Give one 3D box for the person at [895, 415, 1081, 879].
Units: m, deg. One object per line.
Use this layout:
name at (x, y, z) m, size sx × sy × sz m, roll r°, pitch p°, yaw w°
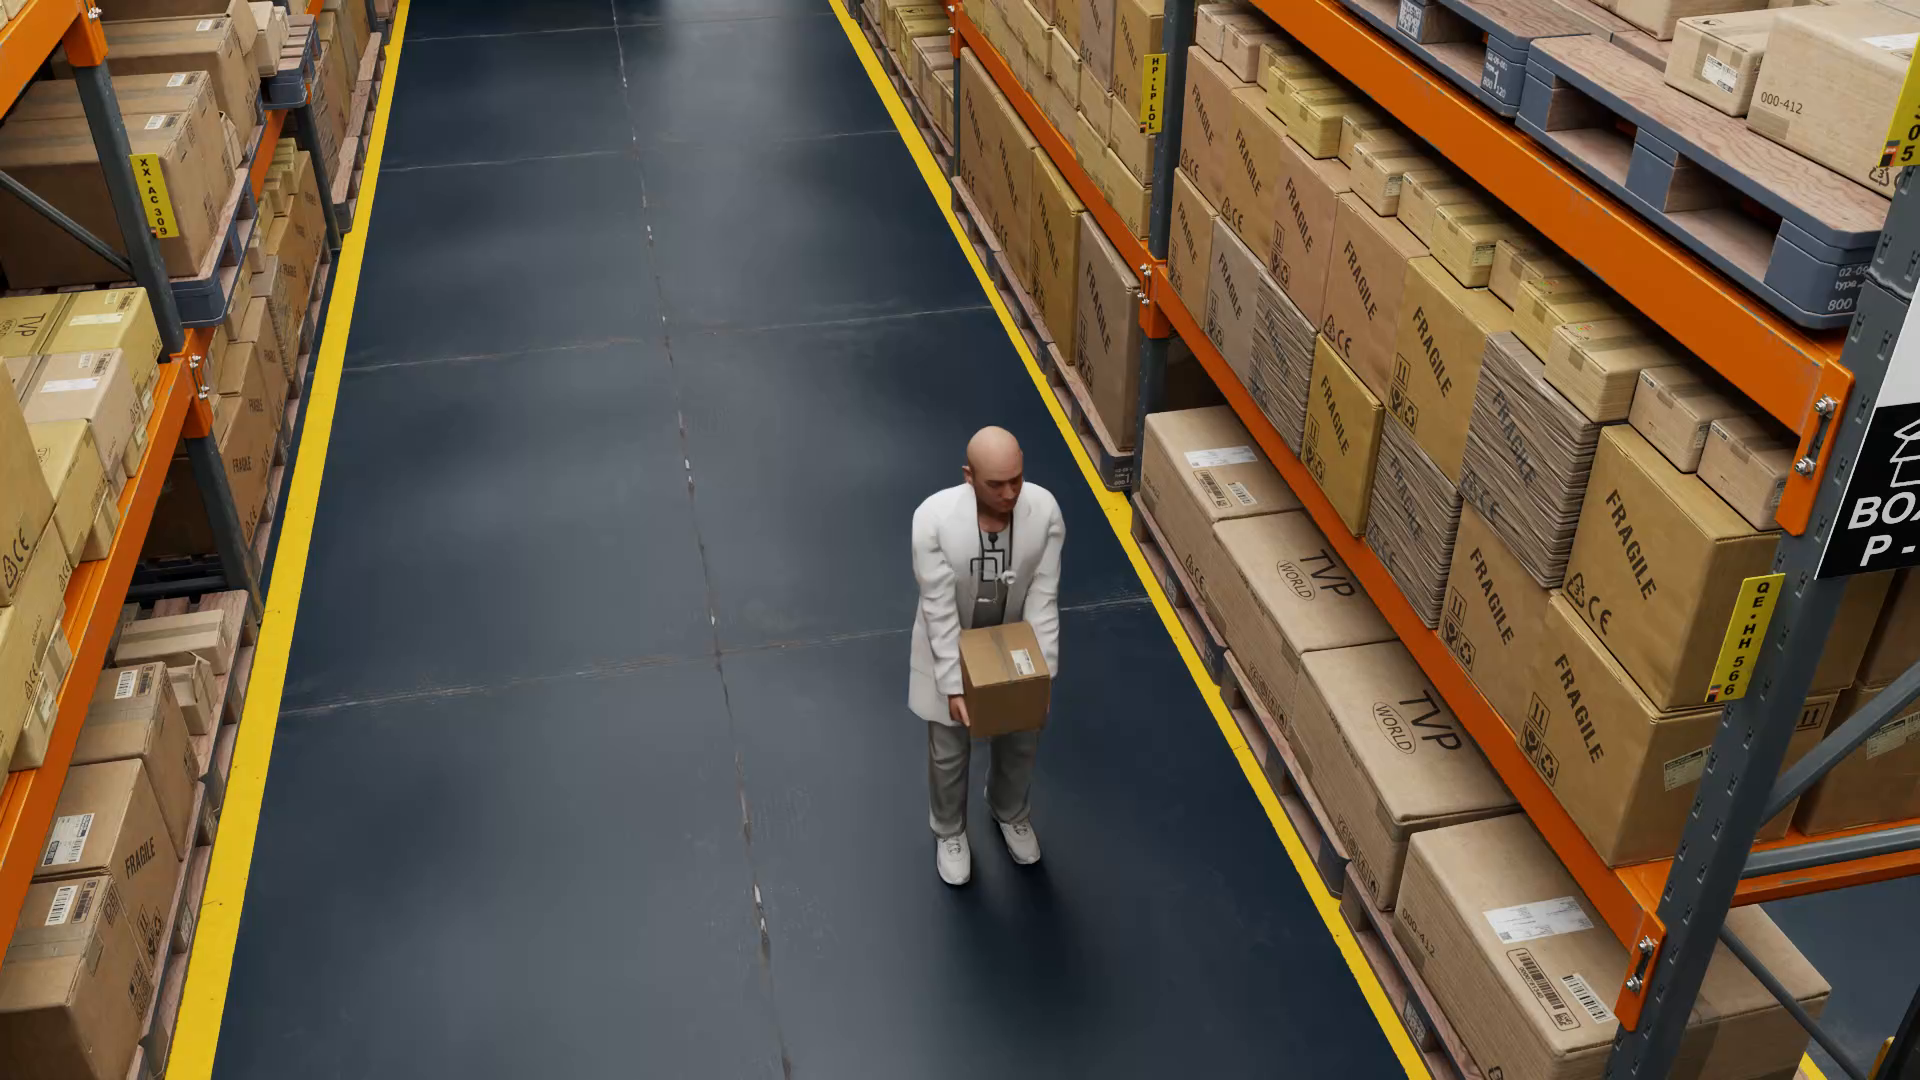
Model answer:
person at (0.098, 0.347, 5.640) m, size 0.653 × 1.774 × 0.423 m, roll -9°, pitch 35°, yaw -13°
